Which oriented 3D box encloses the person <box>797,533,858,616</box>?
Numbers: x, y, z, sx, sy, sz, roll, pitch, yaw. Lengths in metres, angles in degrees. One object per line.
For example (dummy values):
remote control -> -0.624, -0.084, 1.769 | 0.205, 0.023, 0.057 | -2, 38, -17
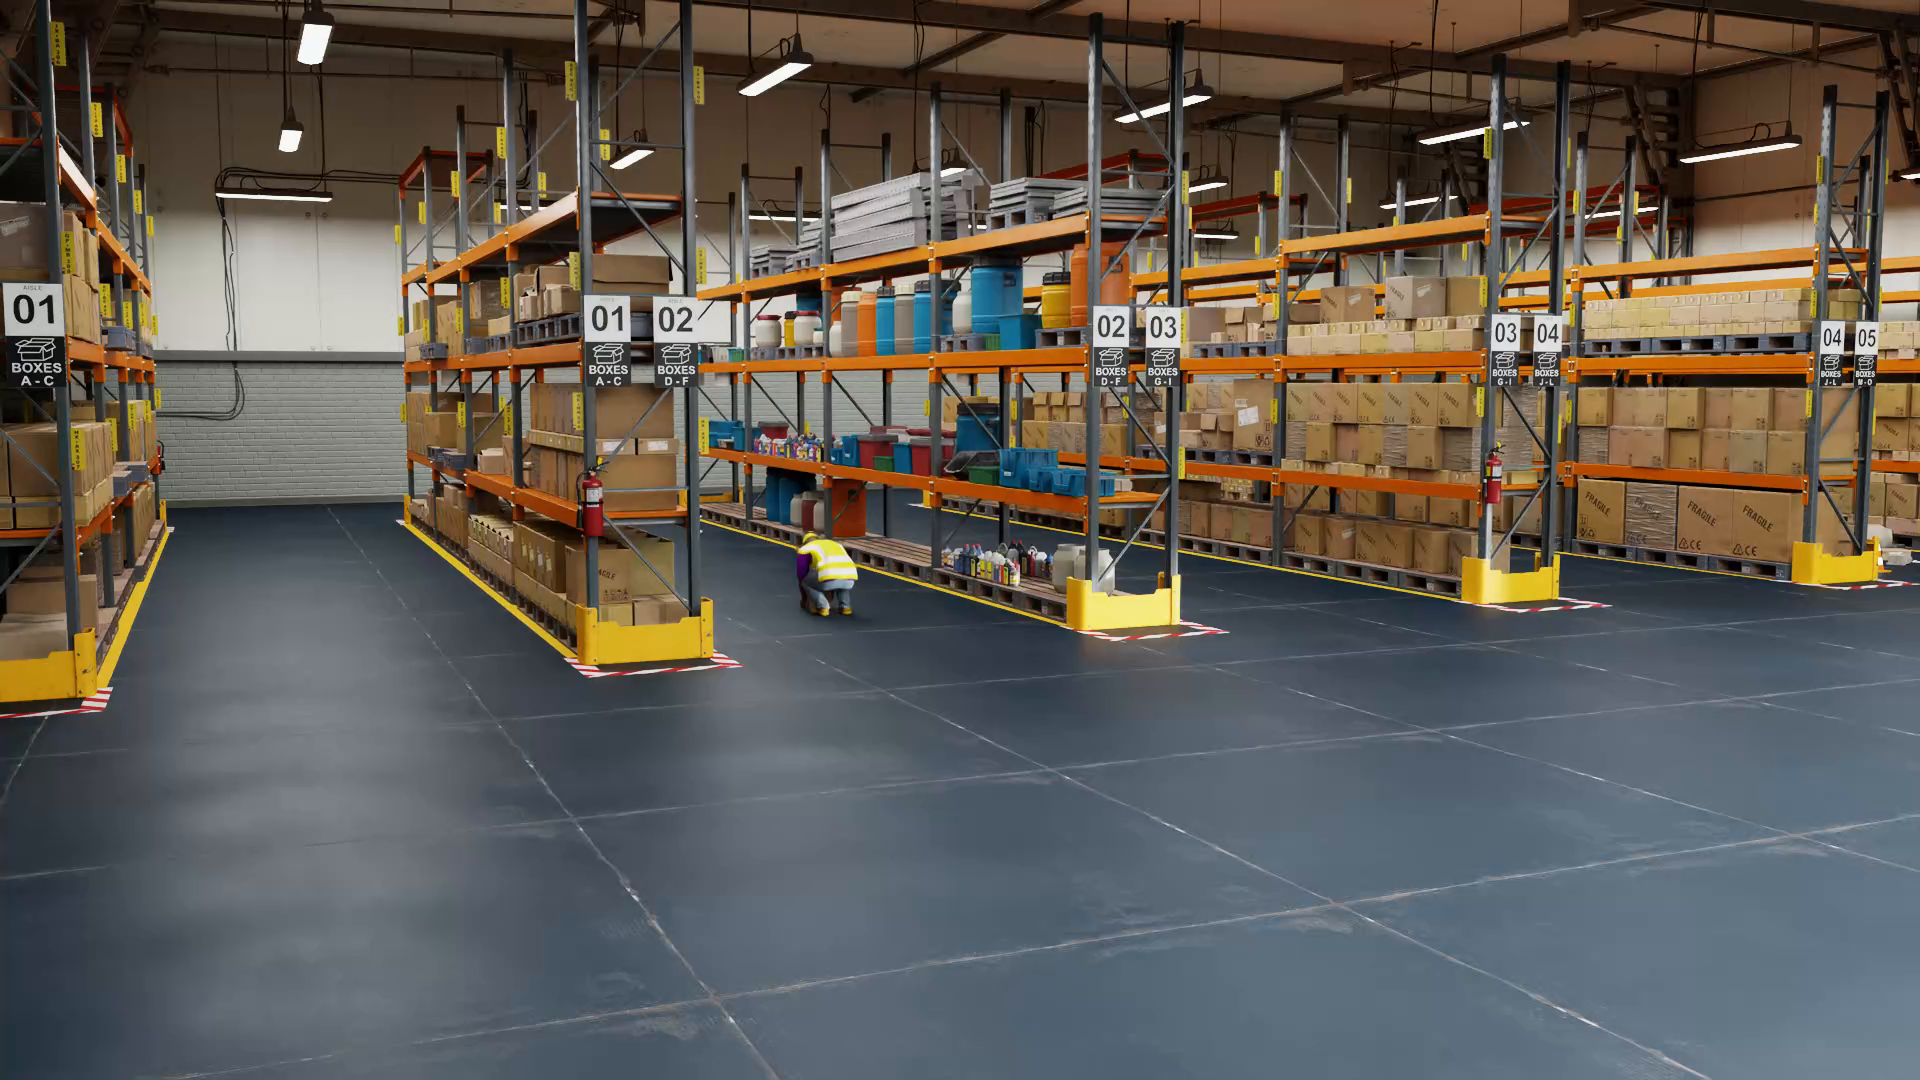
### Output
person -> -1.453, 0.395, 17.820 | 0.553, 0.888, 0.916 | -2, 6, -23
